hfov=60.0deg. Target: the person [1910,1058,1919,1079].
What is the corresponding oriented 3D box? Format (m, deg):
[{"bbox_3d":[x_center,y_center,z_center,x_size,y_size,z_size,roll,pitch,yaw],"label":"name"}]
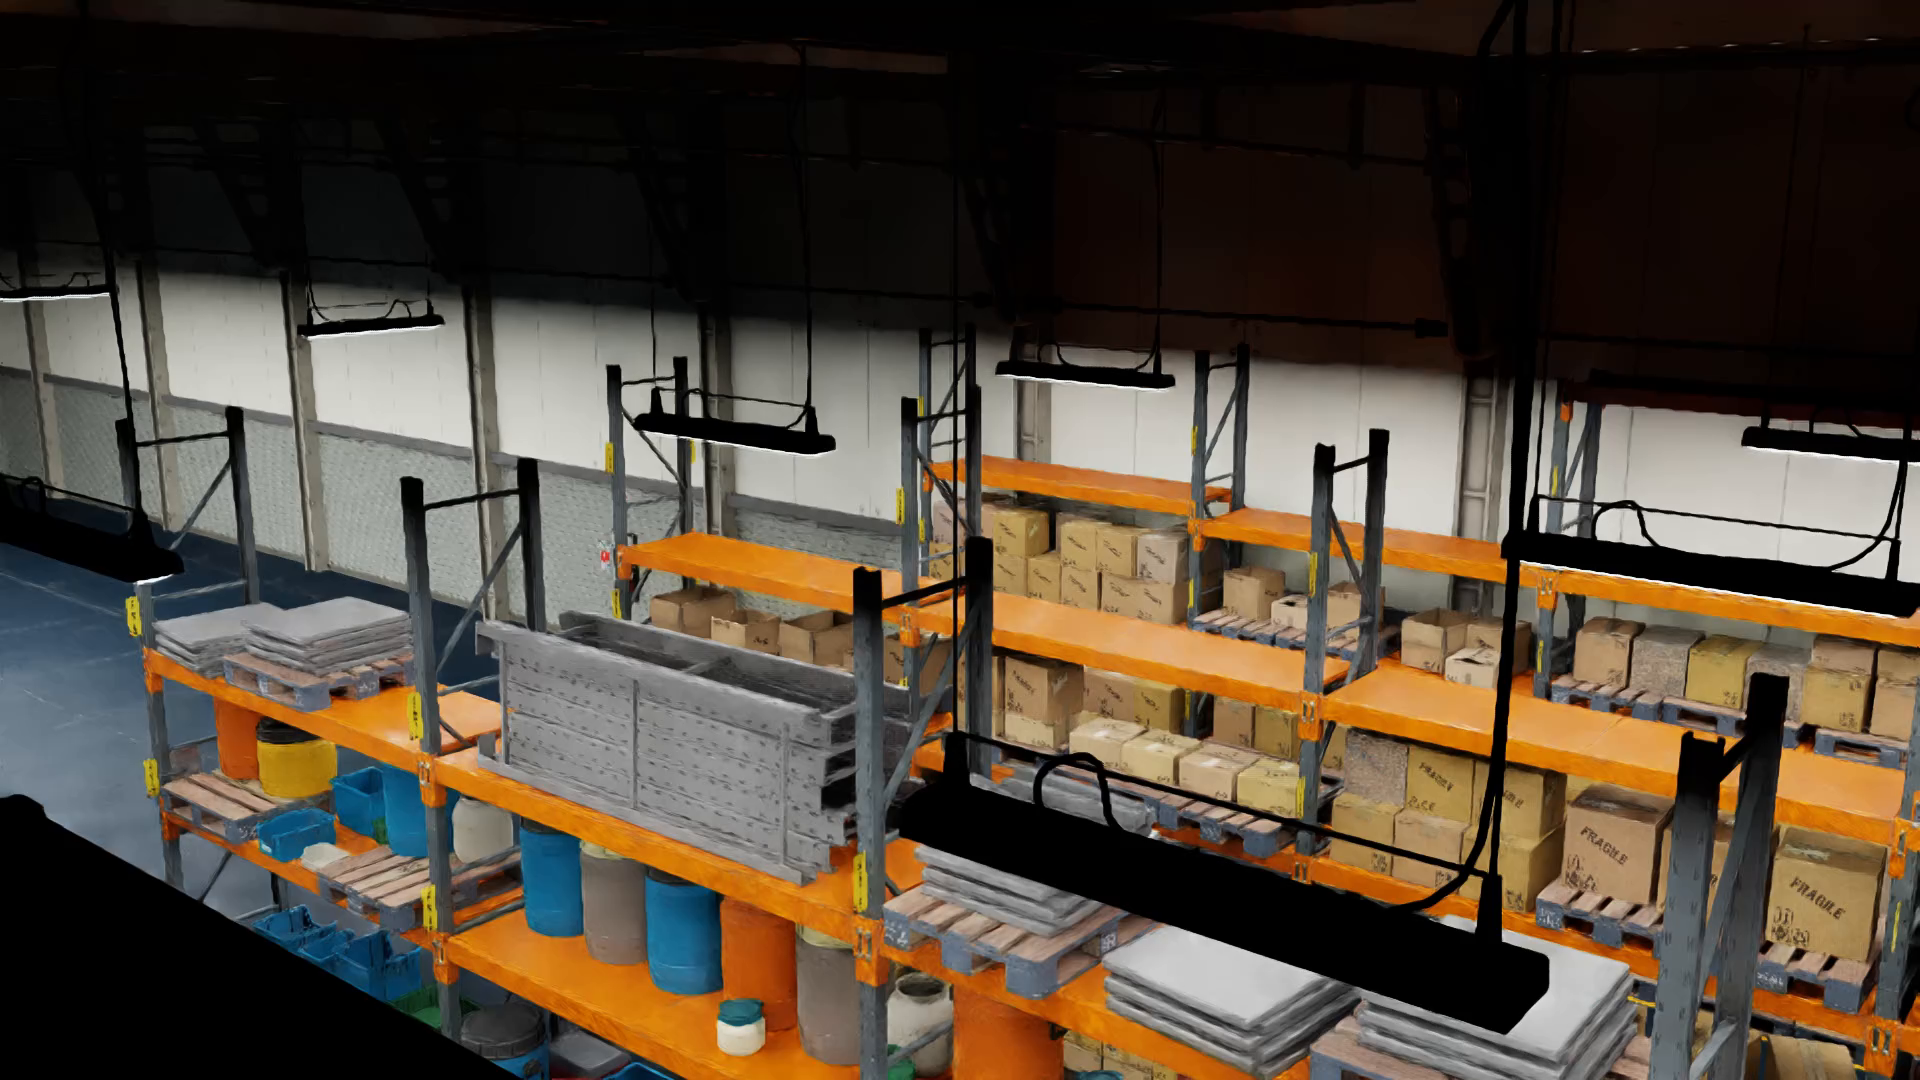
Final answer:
[{"bbox_3d":[7.020,4.489,12.443,0.546,1.733,0.729,10,16,37],"label":"person"}]
